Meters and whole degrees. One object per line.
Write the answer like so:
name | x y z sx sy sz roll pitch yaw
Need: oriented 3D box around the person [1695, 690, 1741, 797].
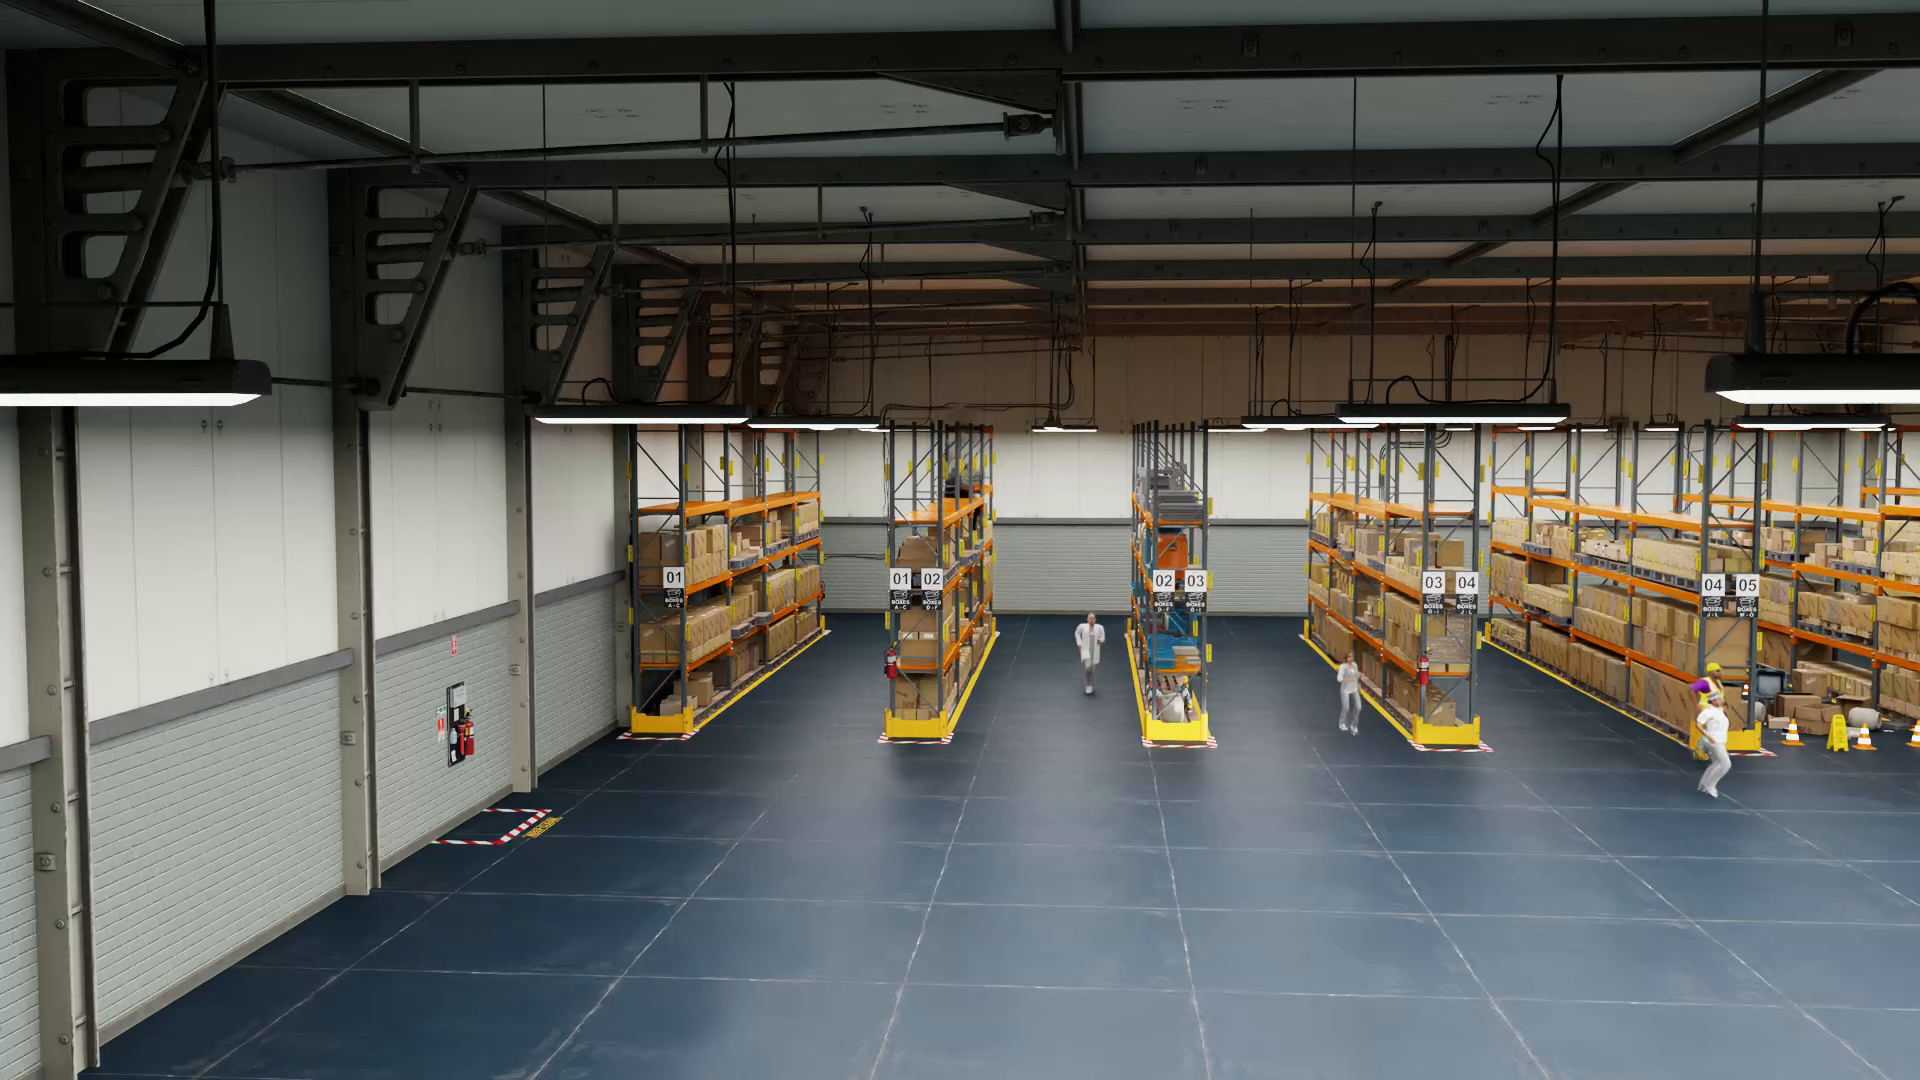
person | 11.997 3.222 26.298 0.626 1.693 0.558 3 5 44

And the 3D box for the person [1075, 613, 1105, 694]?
person | 2.903 2.519 36.927 0.613 1.814 0.909 -1 4 -10

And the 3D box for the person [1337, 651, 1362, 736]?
person | 7.428 2.934 31.722 0.513 1.610 0.702 -1 4 -11

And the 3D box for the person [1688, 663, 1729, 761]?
person | 13.149 3.008 29.124 0.704 1.723 0.590 -3 5 -38
